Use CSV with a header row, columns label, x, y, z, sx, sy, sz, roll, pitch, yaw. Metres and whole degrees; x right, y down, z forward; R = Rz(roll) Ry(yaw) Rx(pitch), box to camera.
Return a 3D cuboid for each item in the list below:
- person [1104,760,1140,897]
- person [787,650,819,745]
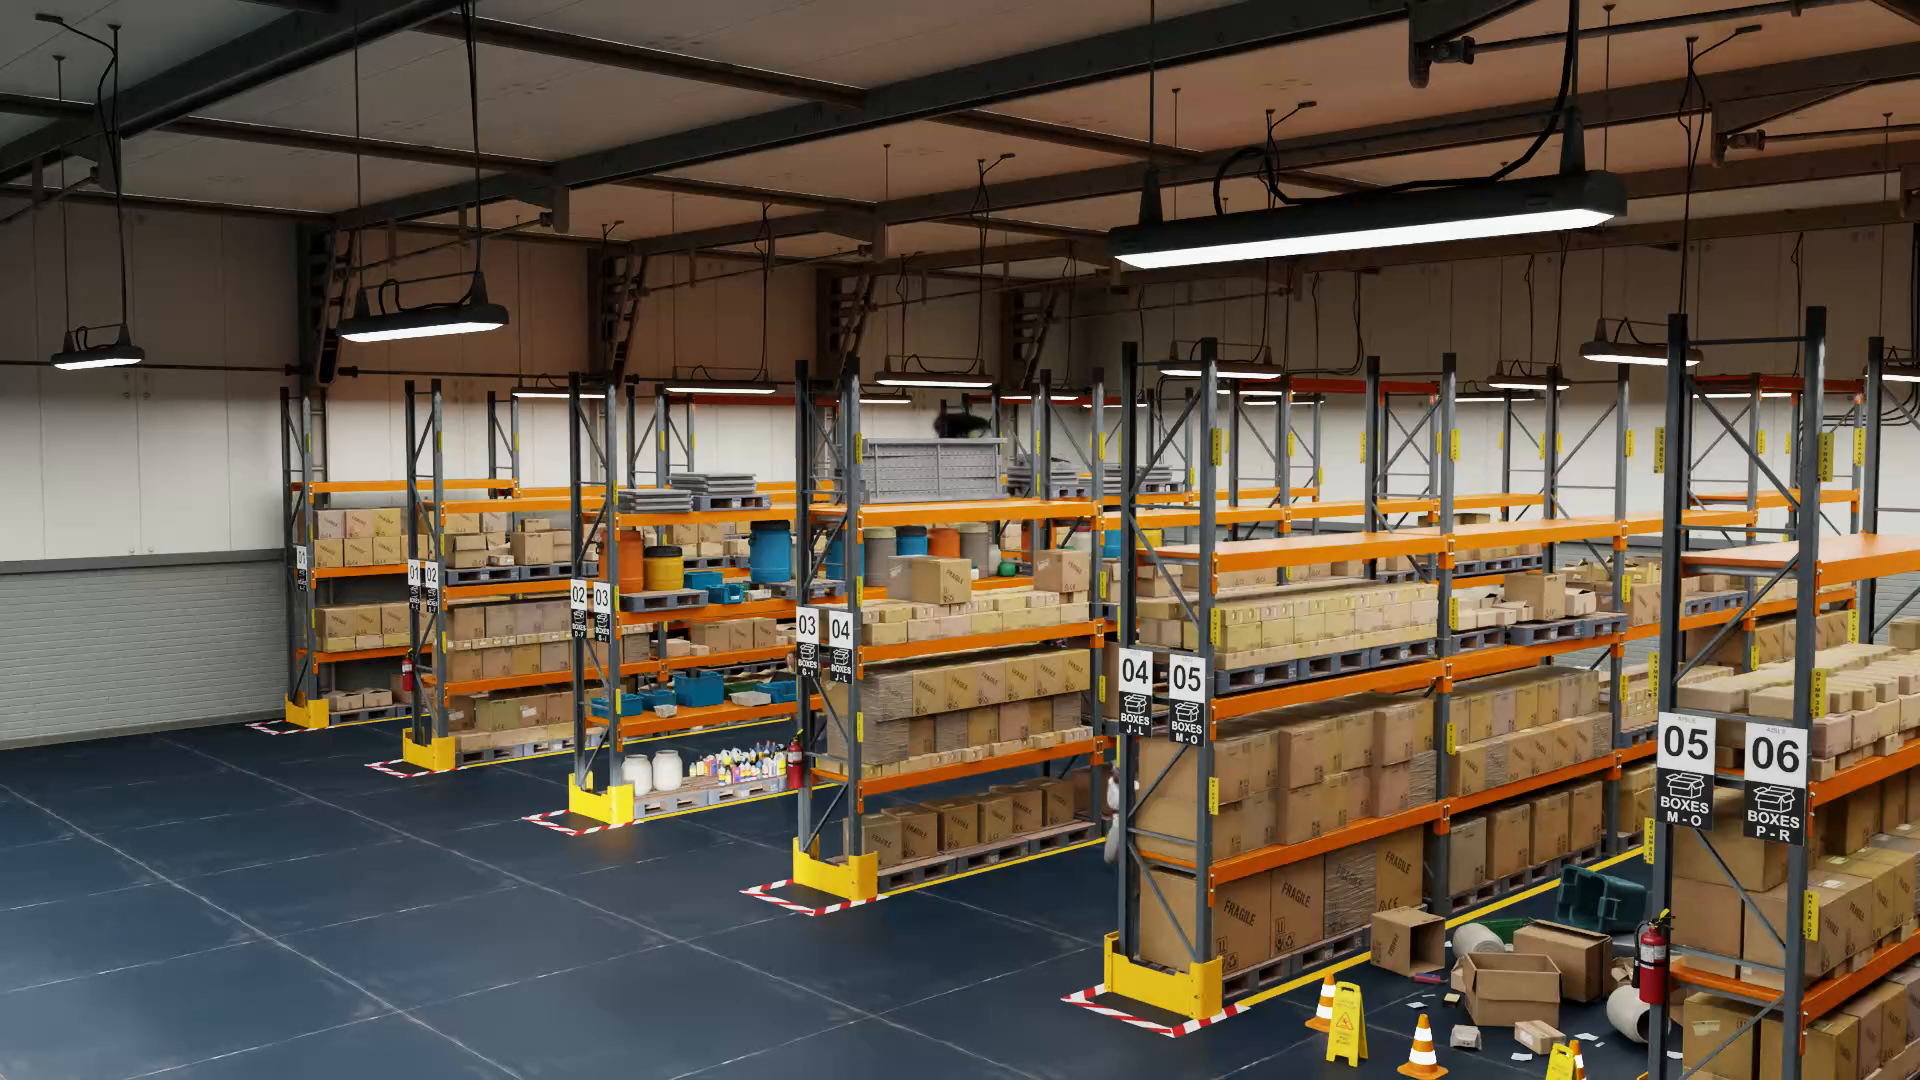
label,x,y,z,sx,sy,sz,roll,pitch,yaw
person,1.876,3.180,18.348,0.401,1.609,0.664,2,4,31
person,-2.621,2.615,27.750,0.573,1.602,0.705,3,5,39
